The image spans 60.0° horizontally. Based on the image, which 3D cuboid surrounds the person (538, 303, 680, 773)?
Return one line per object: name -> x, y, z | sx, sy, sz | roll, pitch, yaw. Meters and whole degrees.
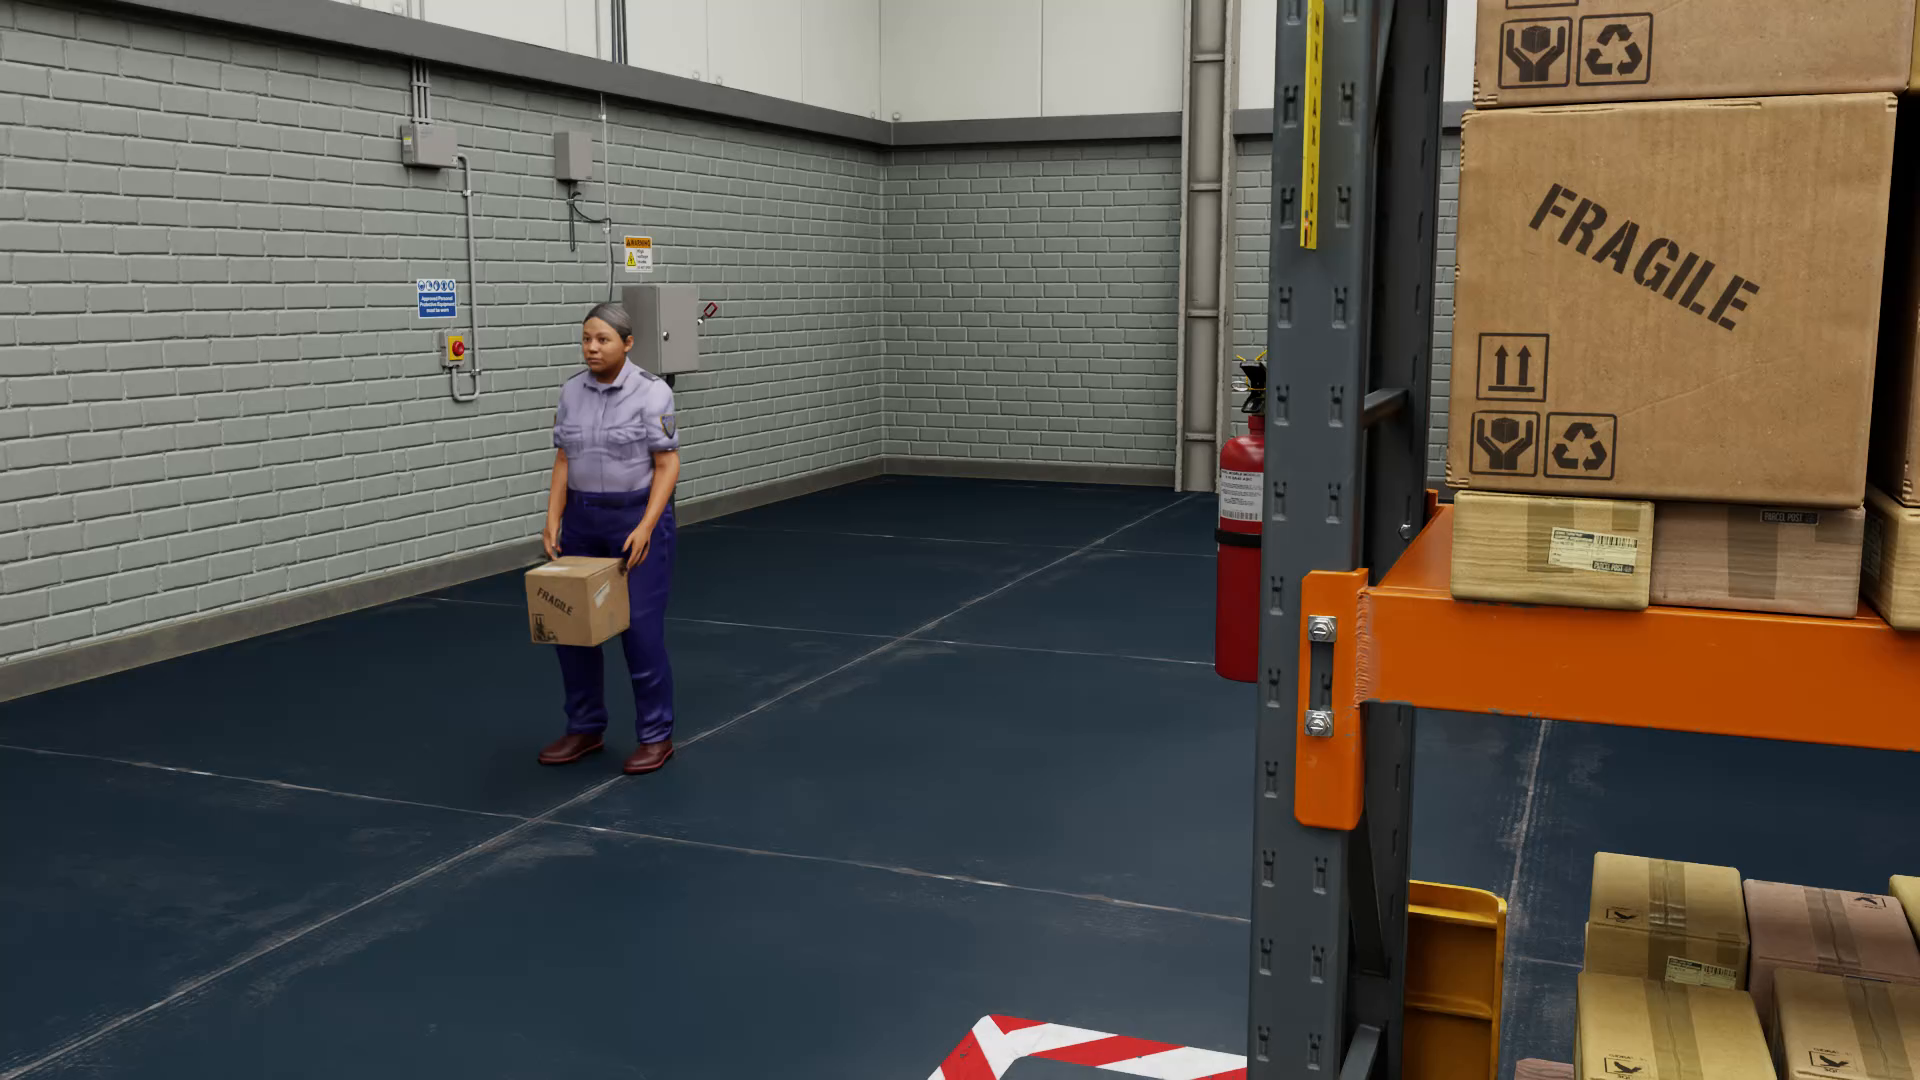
person -> -1.248, -0.010, 5.975 | 0.519, 1.643, 0.372 | 3, 9, 20
